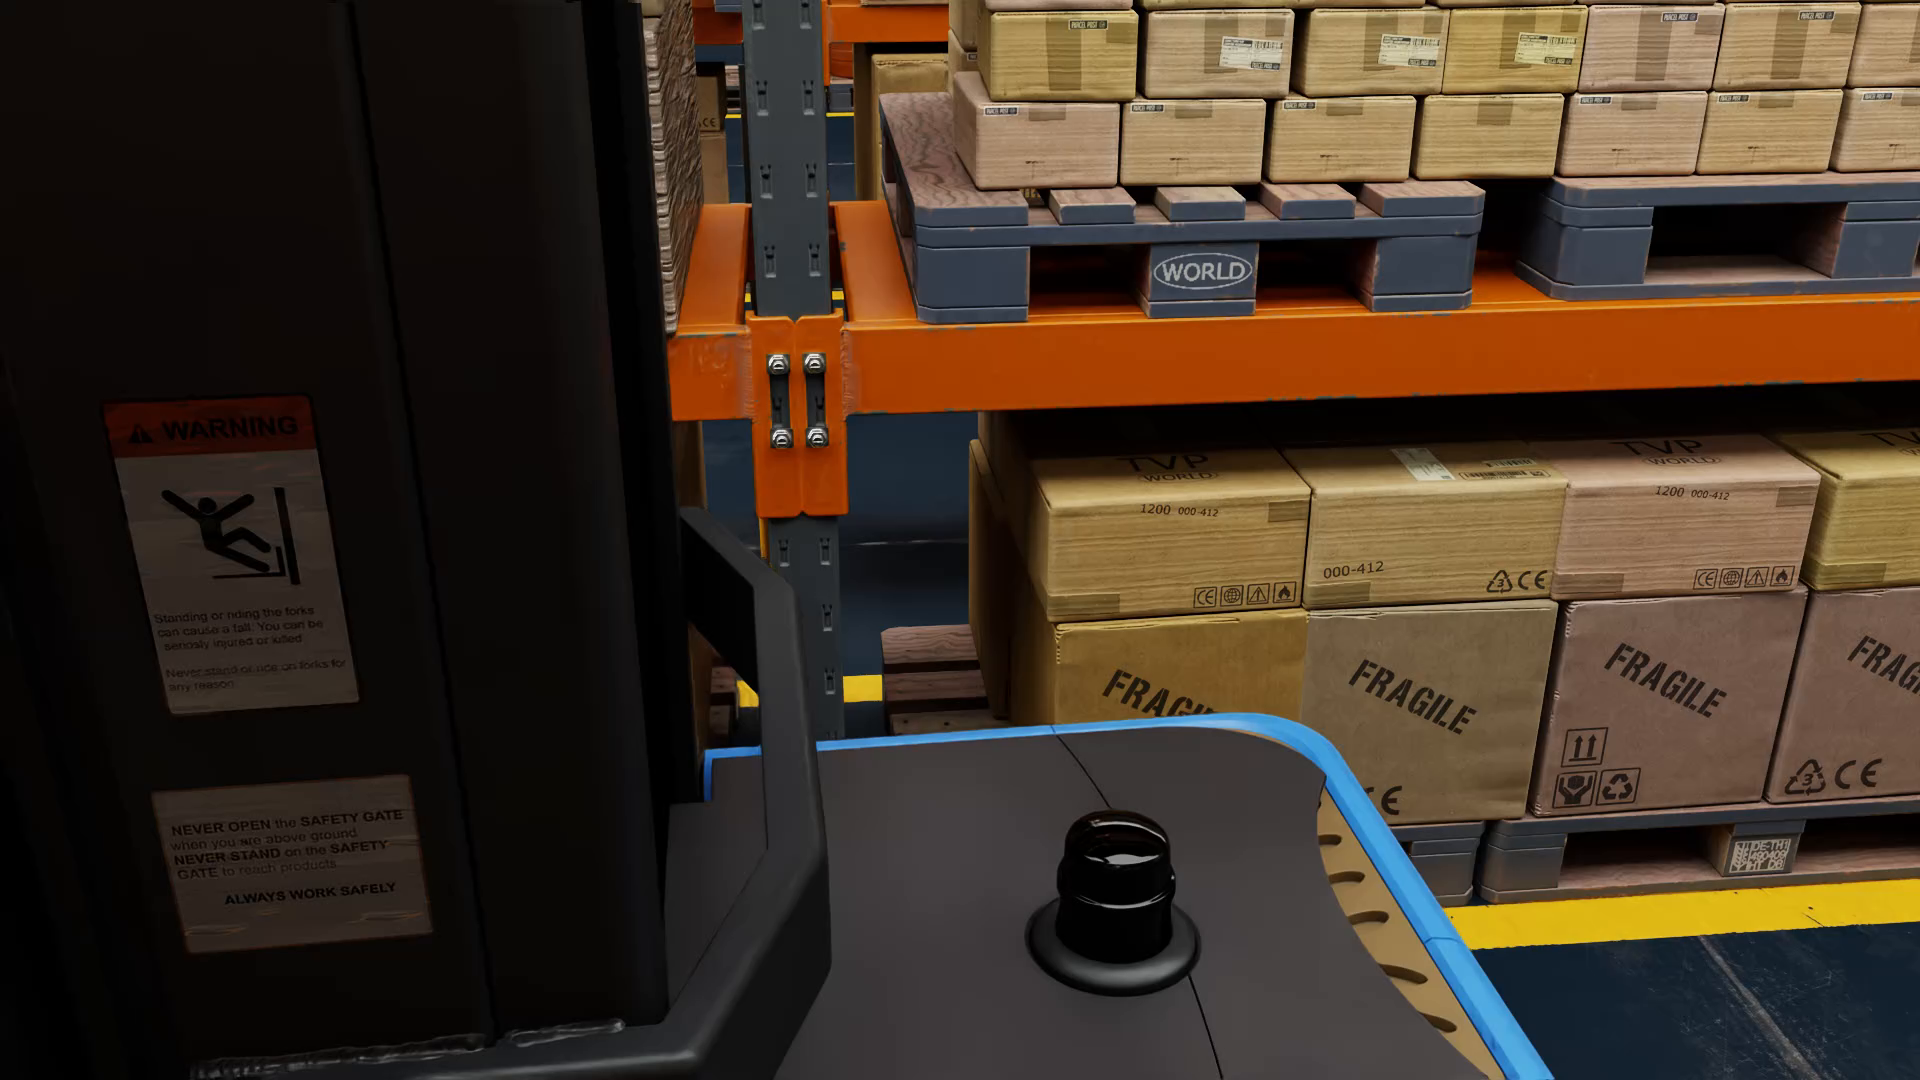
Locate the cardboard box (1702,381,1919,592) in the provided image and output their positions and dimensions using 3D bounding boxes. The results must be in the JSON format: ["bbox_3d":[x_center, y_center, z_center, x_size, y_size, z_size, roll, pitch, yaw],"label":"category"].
[{"bbox_3d":[1.894,-0.124,3.474,0.500,0.250,0.500,-3,24,-7],"label":"cardboard box"}]

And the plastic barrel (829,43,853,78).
[{"bbox_3d":[-0.722,-3.984,12.675,0.708,0.830,0.600,-2,24,-5],"label":"plastic barrel"}]

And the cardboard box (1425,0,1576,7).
[{"bbox_3d":[0.921,-1.066,3.014,0.250,0.149,0.380,-3,24,-7],"label":"cardboard box"}]

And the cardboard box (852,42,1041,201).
[{"bbox_3d":[-0.031,-1.995,8.145,0.875,0.875,1.225,-3,24,-8],"label":"cardboard box"}]

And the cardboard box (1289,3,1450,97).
[{"bbox_3d":[0.703,-0.921,3.055,0.250,0.149,0.380,-3,24,-7],"label":"cardboard box"}]

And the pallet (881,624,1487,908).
[{"bbox_3d":[0.445,0.497,3.871,1.213,0.211,1.003,-2,24,-5],"label":"pallet"}]

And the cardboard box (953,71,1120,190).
[{"bbox_3d":[0.132,-0.760,3.058,0.250,0.149,0.380,-3,24,-6],"label":"cardboard box"}]

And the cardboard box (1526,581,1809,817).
[{"bbox_3d":[1.406,0.235,3.589,0.500,0.500,0.500,-3,24,-6],"label":"cardboard box"}]

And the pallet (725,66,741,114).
[{"bbox_3d":[-1.982,-3.468,12.792,1.213,0.211,1.003,-2,24,-5],"label":"pallet"}]

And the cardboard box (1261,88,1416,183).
[{"bbox_3d":[0.668,-0.781,3.107,0.250,0.149,0.380,-1,24,-2],"label":"cardboard box"}]

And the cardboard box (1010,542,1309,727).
[{"bbox_3d":[0.396,0.279,3.490,0.500,0.500,0.500,-3,24,-7],"label":"cardboard box"}]

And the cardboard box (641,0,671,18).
[{"bbox_3d":[-0.781,-1.235,2.981,0.500,0.500,0.700,-2,24,-5],"label":"cardboard box"}]

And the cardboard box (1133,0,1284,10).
[{"bbox_3d":[0.413,-1.047,2.973,0.250,0.149,0.380,-3,24,-7],"label":"cardboard box"}]

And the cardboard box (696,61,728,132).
[{"bbox_3d":[-1.384,-2.118,7.934,0.500,0.250,0.500,-1,24,-3],"label":"cardboard box"}]

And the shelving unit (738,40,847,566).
[{"bbox_3d":[-0.076,-0.682,4.939,1.083,1.500,0.587,-2,24,-5],"label":"shelving unit"}]

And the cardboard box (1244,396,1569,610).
[{"bbox_3d":[0.882,-0.089,3.393,0.500,0.250,0.500,-3,24,-6],"label":"cardboard box"}]

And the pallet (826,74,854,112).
[{"bbox_3d":[-0.426,-3.531,12.935,1.213,0.211,1.003,-2,24,-5],"label":"pallet"}]

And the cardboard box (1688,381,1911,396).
[{"bbox_3d":[1.849,-0.335,3.947,0.500,0.250,0.500,-1,24,-3],"label":"cardboard box"}]

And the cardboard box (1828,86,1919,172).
[{"bbox_3d":[1.710,-0.823,3.201,0.250,0.149,0.380,-3,24,-7],"label":"cardboard box"}]

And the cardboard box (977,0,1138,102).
[{"bbox_3d":[0.168,-0.897,3.002,0.250,0.149,0.380,-1,24,-3],"label":"cardboard box"}]

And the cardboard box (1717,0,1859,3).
[{"bbox_3d":[1.454,-1.089,3.066,0.250,0.149,0.380,-2,24,-4],"label":"cardboard box"}]

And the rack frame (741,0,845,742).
[{"bbox_3d":[-0.333,-0.746,3.236,0.127,3.000,1.000,-2,24,-5],"label":"rack frame"}]

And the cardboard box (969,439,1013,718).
[{"bbox_3d":[0.296,0.072,3.955,0.500,0.500,0.500,-2,24,-5],"label":"cardboard box"}]

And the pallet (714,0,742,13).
[{"bbox_3d":[-1.419,-2.596,7.634,1.003,0.211,1.213,-2,24,-5],"label":"pallet"}]

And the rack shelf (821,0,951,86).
[{"bbox_3d":[1.270,-2.506,8.081,4.000,0.370,1.077,-2,24,-5],"label":"rack shelf"}]

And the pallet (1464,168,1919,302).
[{"bbox_3d":[1.633,-0.754,3.490,1.213,0.211,1.003,-2,24,-5],"label":"pallet"}]

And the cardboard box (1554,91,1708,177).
[{"bbox_3d":[1.201,-0.804,3.159,0.250,0.149,0.380,-2,24,-3],"label":"cardboard box"}]

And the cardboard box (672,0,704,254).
[{"bbox_3d":[-0.806,-0.883,3.421,0.500,0.500,0.500,-2,24,-5],"label":"cardboard box"}]

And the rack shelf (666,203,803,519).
[{"bbox_3d":[-2.323,-0.338,3.202,4.000,0.370,1.077,-2,24,-5],"label":"rack shelf"}]

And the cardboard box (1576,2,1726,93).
[{"bbox_3d":[1.202,-0.941,3.100,0.250,0.149,0.380,-2,24,-5],"label":"cardboard box"}]

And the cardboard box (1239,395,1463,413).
[{"bbox_3d":[0.823,-0.296,3.861,0.500,0.250,0.500,-2,24,-4],"label":"cardboard box"}]

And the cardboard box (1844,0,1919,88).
[{"bbox_3d":[1.717,-0.962,3.147,0.250,0.149,0.380,-1,24,-3],"label":"cardboard box"}]
